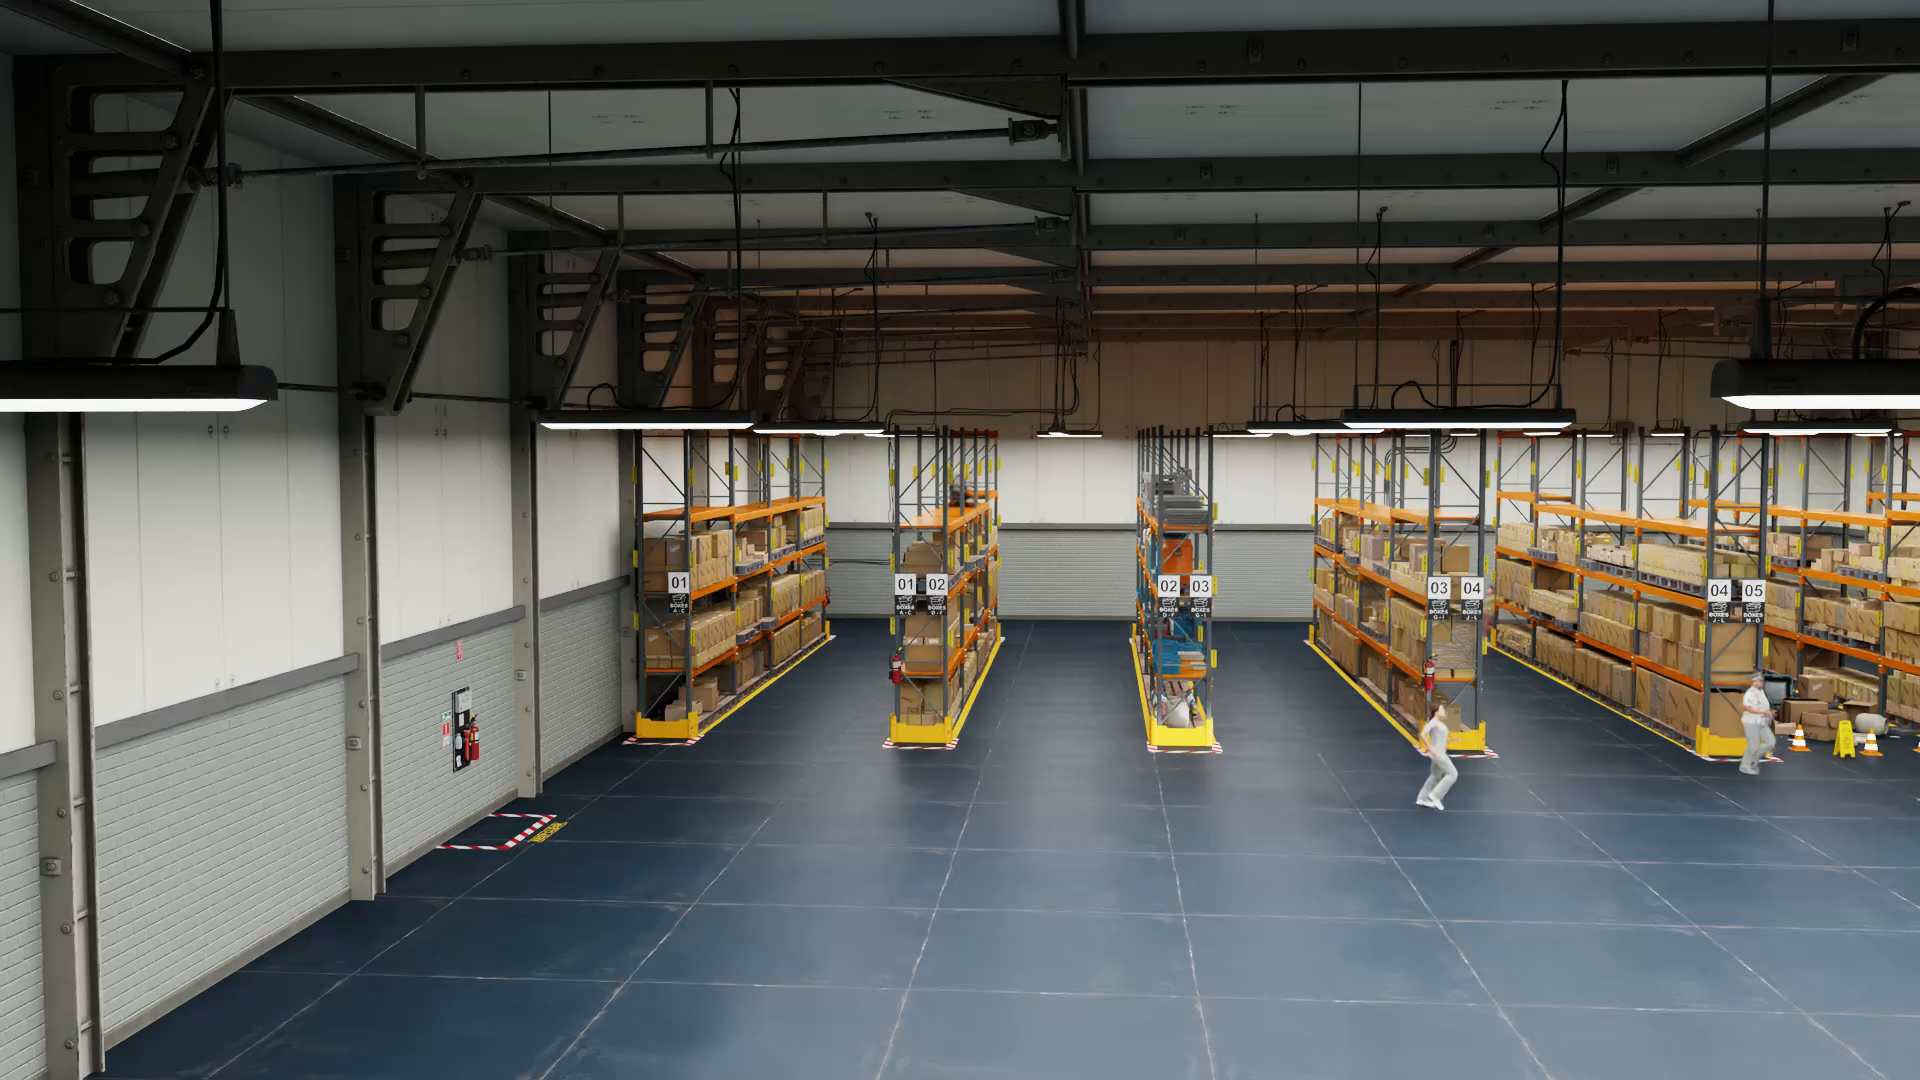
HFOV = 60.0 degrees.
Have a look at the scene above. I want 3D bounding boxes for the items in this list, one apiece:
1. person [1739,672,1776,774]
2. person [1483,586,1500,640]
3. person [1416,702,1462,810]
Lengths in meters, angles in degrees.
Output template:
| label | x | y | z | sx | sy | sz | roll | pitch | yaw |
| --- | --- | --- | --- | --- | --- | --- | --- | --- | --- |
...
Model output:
| label | x | y | z | sx | sy | sz | roll | pitch | yaw |
| --- | --- | --- | --- | --- | --- | --- | --- | --- | --- |
| person | 13.718 | 3.147 | 28.499 | 0.702 | 1.784 | 0.613 | -3 | 4 | -39 |
| person | 15.134 | 2.101 | 47.367 | 0.608 | 1.593 | 0.593 | 0 | 3 | -6 |
| person | 7.406 | 3.338 | 25.705 | 0.670 | 1.659 | 0.537 | 1 | 4 | 21 |
